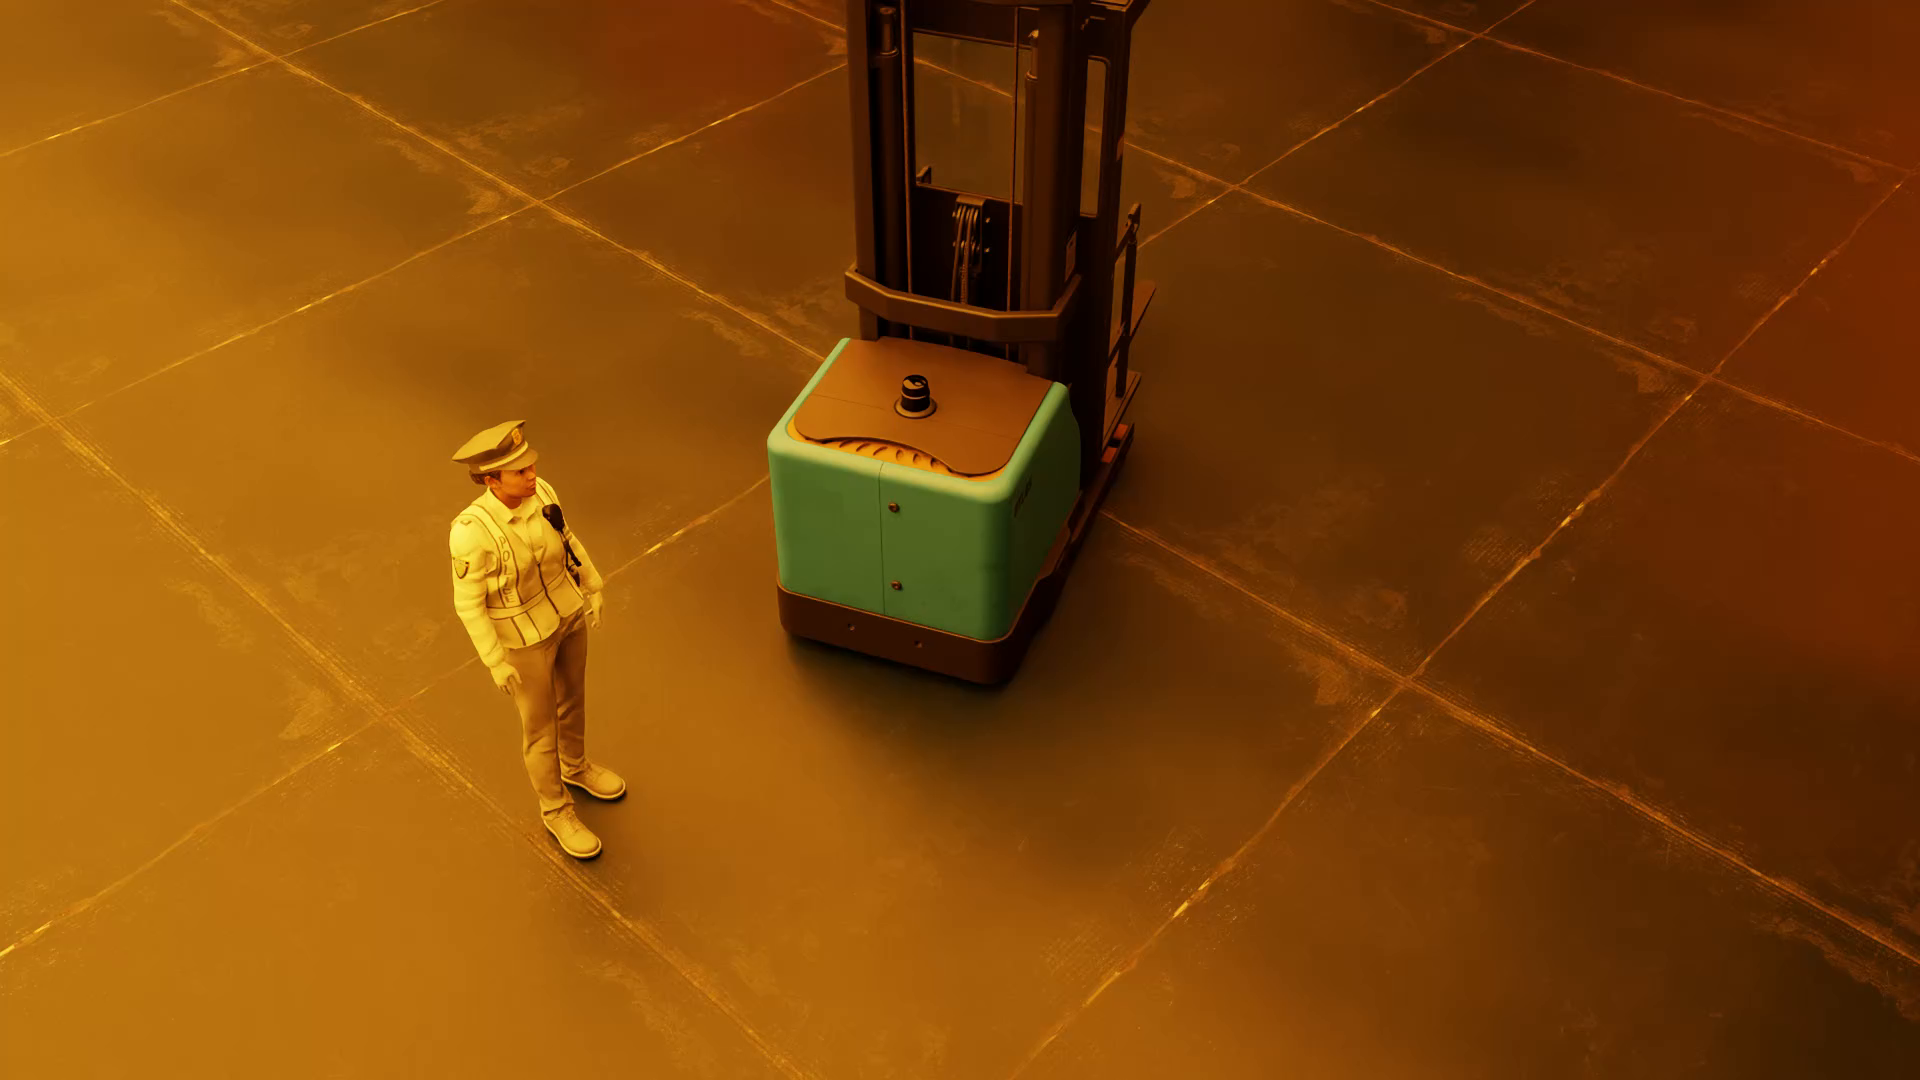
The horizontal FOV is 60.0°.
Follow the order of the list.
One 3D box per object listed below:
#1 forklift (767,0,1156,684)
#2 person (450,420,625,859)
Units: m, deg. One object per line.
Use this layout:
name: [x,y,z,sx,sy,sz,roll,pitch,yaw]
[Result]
forklift: [0.211,-1.484,7.158,1.130,2.935,3.031,14,42,15]
person: [-1.465,0.328,5.984,0.530,1.693,0.588,22,45,23]
